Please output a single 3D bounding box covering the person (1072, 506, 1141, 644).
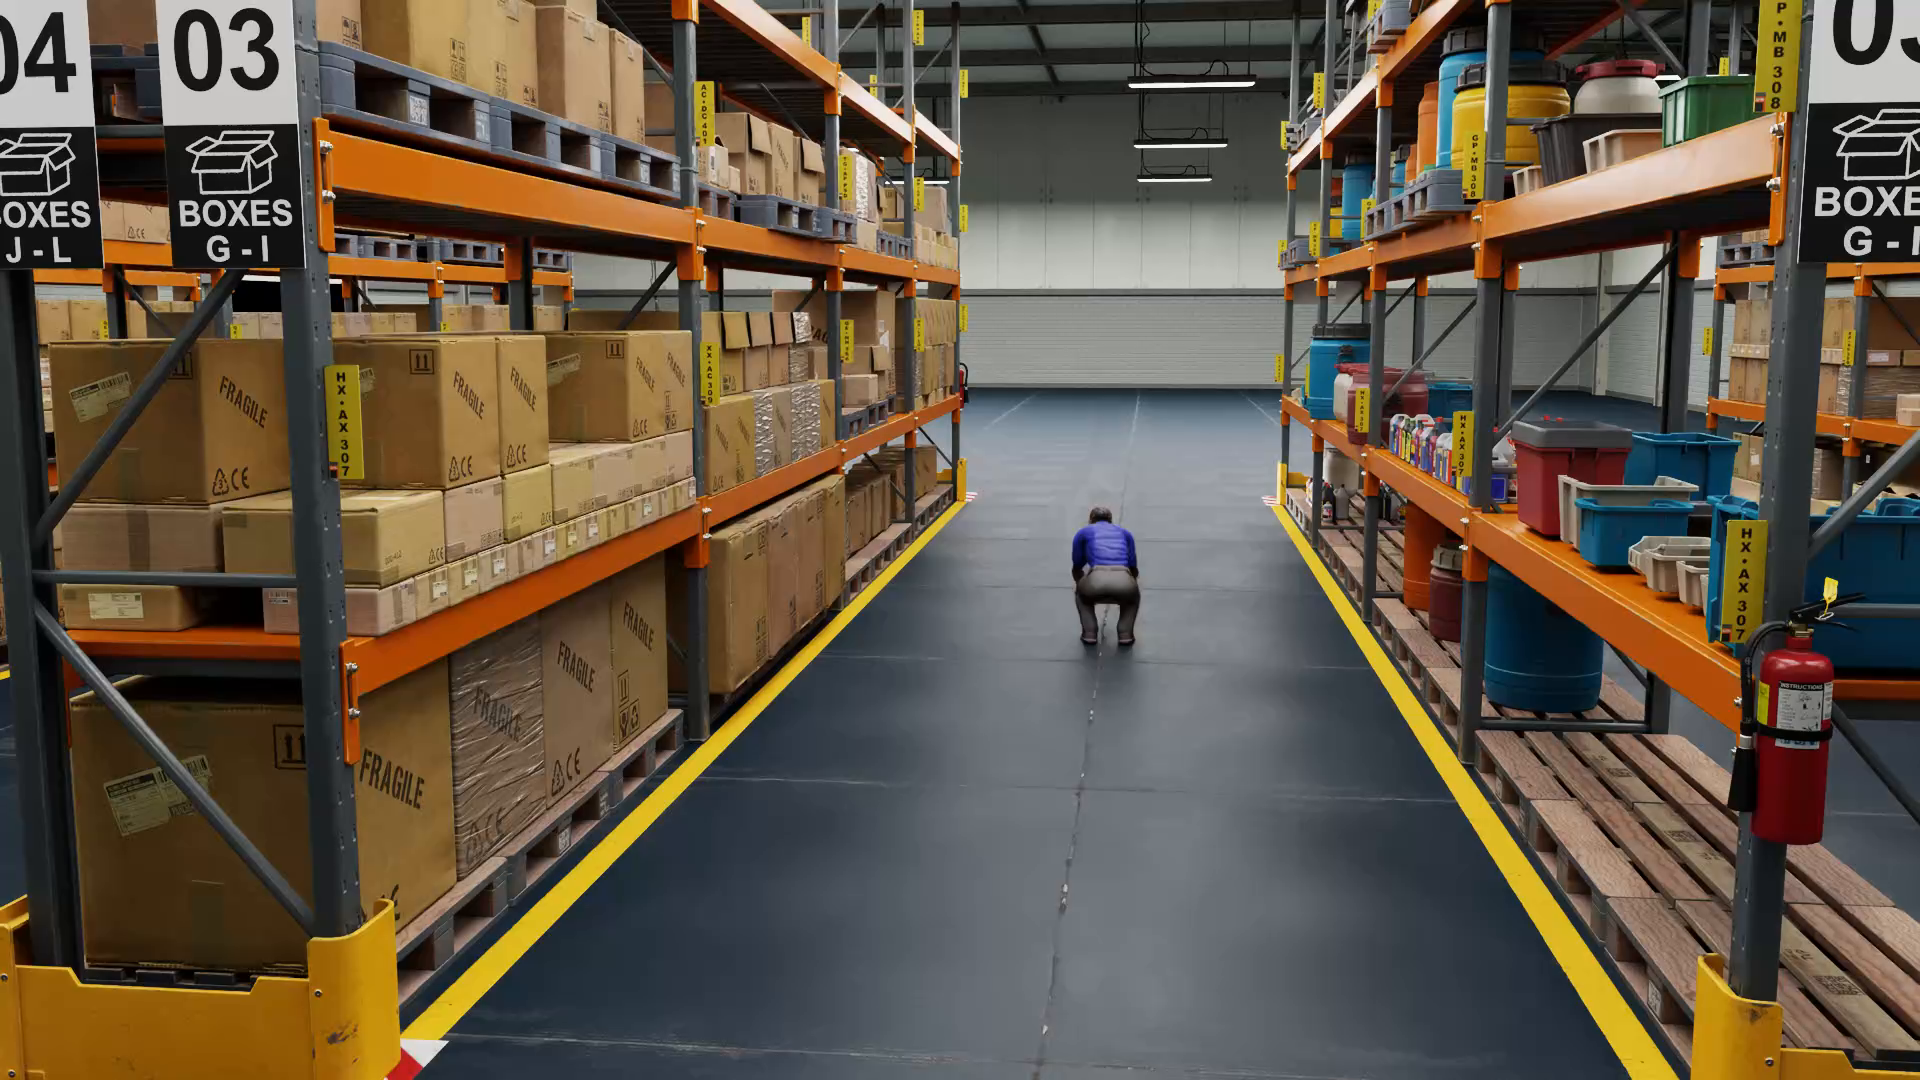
[{"bbox_3d":[1.036,0.244,11.801,0.496,0.921,0.830,1,8,6],"label":"person"}]
